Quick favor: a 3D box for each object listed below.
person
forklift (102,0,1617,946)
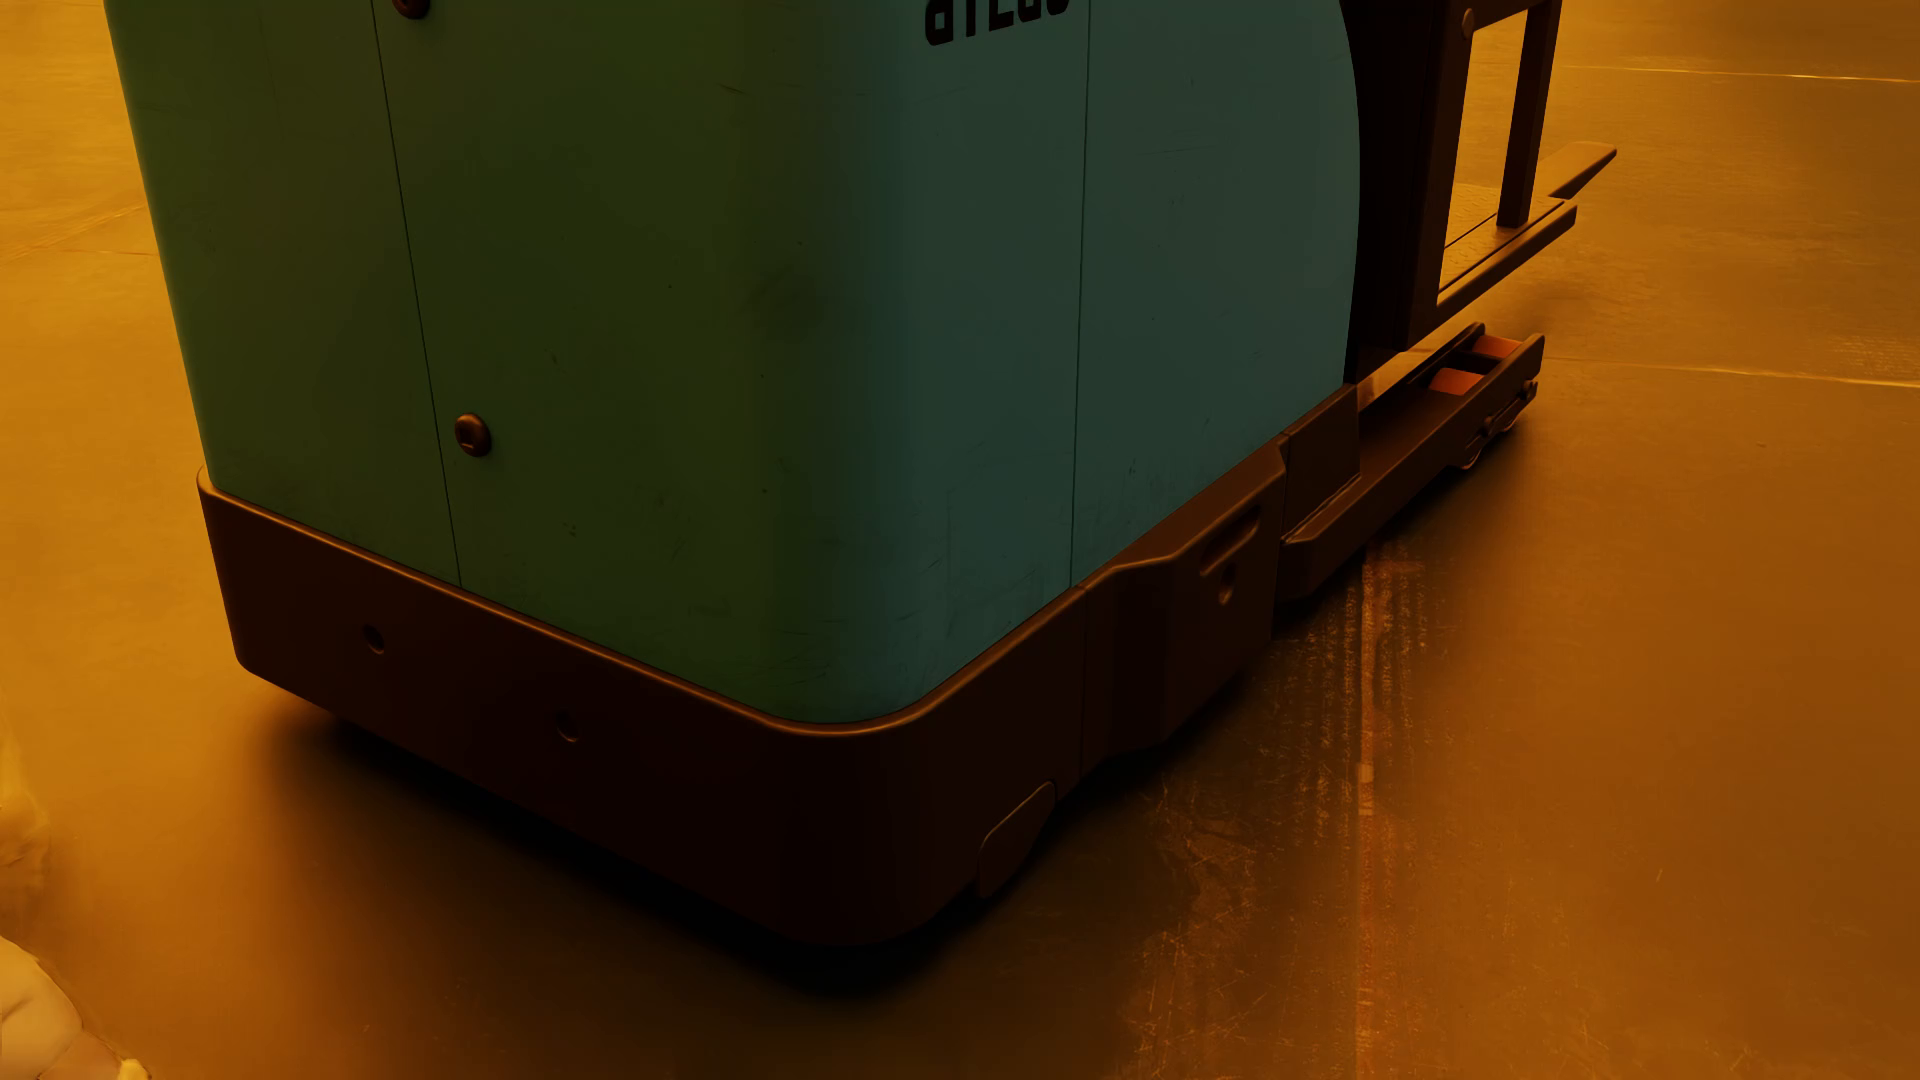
[{"bbox_3d":[-1.117,-0.323,1.354,0.895,1.628,0.868,0,27,1],"label":"person"},{"bbox_3d":[0.349,-1.534,2.287,1.130,2.935,3.031,17,32,31],"label":"forklift"}]
